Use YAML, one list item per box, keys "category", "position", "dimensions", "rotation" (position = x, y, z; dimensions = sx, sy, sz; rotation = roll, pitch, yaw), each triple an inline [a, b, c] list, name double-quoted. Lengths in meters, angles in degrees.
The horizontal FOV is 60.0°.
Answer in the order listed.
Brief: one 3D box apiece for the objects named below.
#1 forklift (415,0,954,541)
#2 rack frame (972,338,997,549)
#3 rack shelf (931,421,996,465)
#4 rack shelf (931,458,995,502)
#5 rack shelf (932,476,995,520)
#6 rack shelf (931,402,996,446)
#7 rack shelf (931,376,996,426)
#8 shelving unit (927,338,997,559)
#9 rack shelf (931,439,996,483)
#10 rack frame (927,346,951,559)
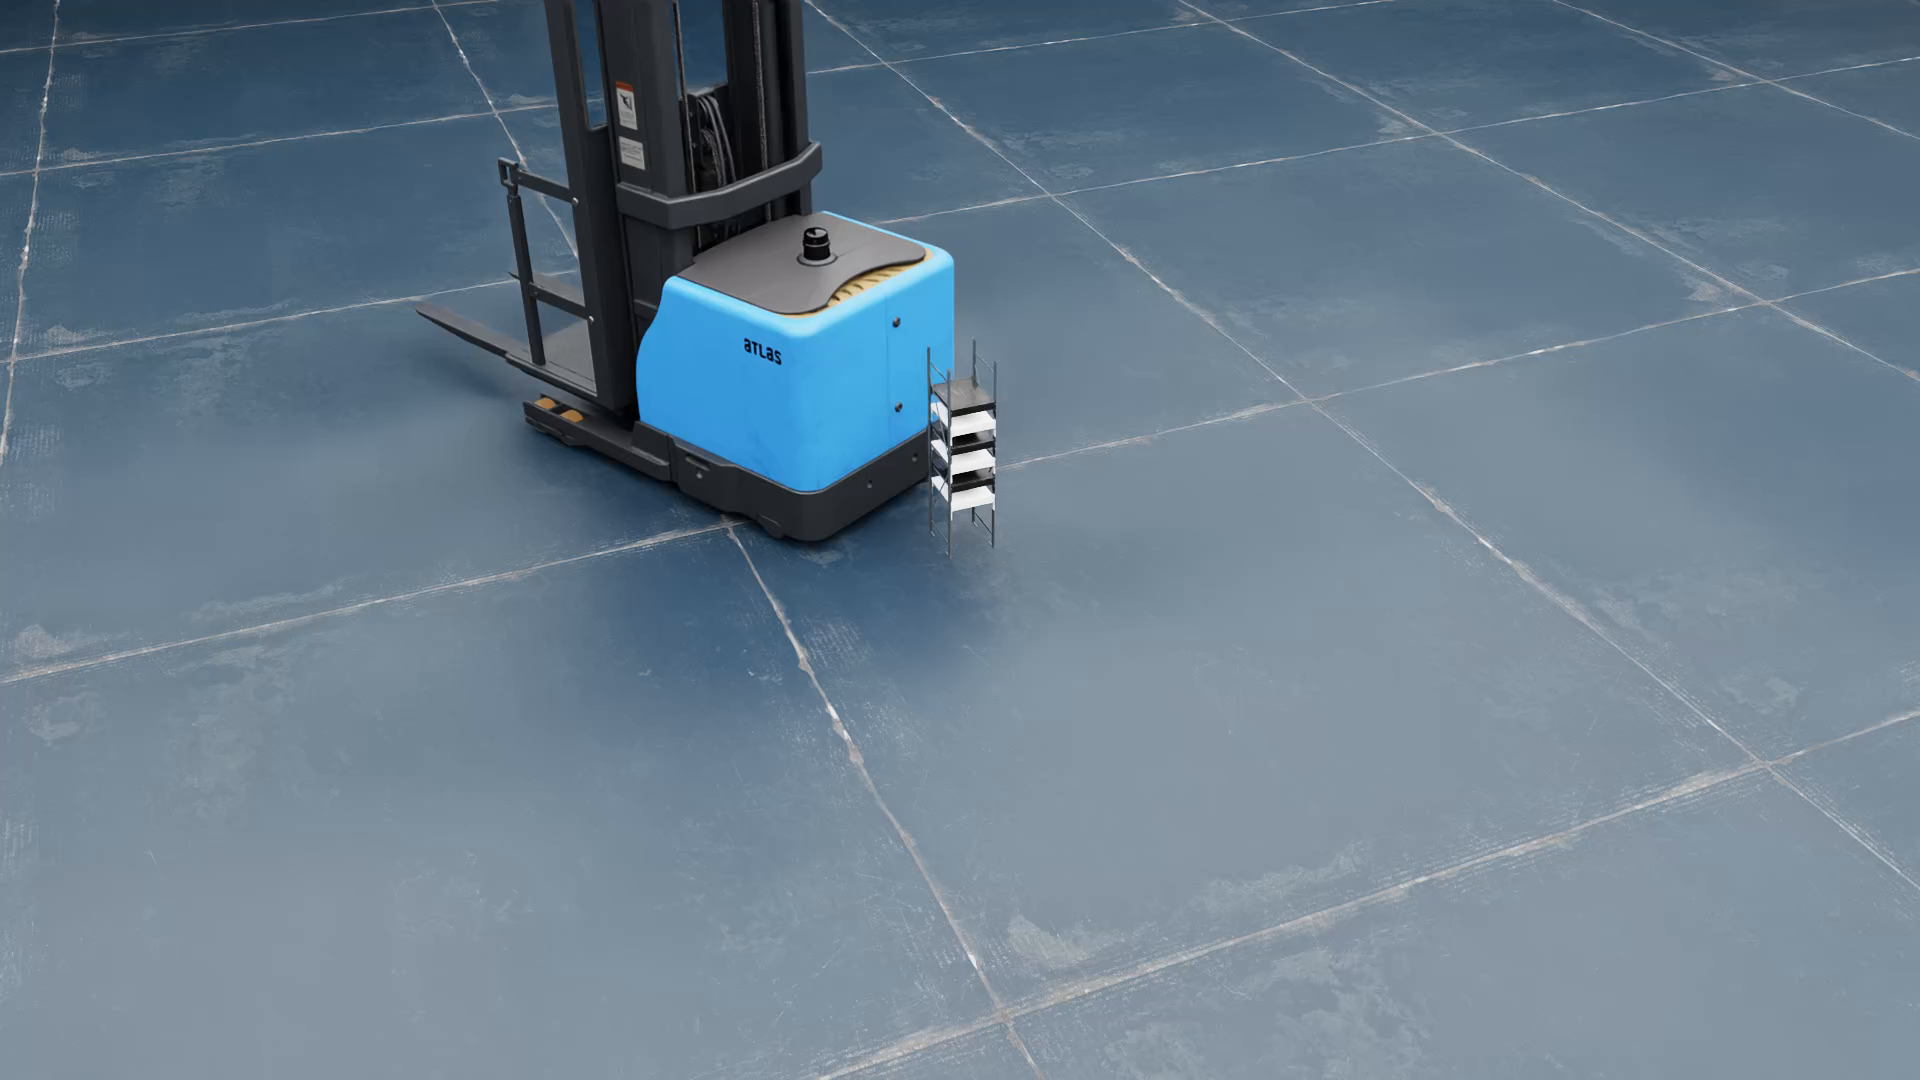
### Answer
- category: "forklift"
  position: [-1.474, -1.880, 7.452]
  dimensions: [3.031, 2.935, 1.130]
  rotation: [24, 40, 32]
- category: "rack frame"
  position: [0.101, -0.400, 7.040]
  dimensions: [0.006, 0.900, 0.240]
  rotation: [-13, 35, -19]
- category: "rack shelf"
  position: [0.007, -0.426, 6.976]
  dimensions: [0.200, 0.077, 0.258]
  rotation: [-13, 35, -19]
- category: "rack shelf"
  position: [0.007, -0.276, 7.074]
  dimensions: [0.200, 0.077, 0.258]
  rotation: [-13, 35, -19]
- category: "rack shelf"
  position: [0.007, -0.200, 7.124]
  dimensions: [0.200, 0.077, 0.258]
  rotation: [-13, 35, -19]
- category: "rack shelf"
  position: [0.007, -0.502, 6.927]
  dimensions: [0.200, 0.077, 0.258]
  rotation: [-13, 35, -19]
- category: "rack shelf"
  position: [0.007, -0.577, 6.878]
  dimensions: [0.200, 0.077, 0.258]
  rotation: [-13, 35, -19]
- category: "shelving unit"
  position: [0.007, -0.379, 7.007]
  dimensions: [0.210, 0.900, 0.258]
  rotation: [-13, 35, -19]
- category: "rack shelf"
  position: [0.007, -0.351, 7.025]
  dimensions: [0.200, 0.077, 0.258]
  rotation: [-13, 35, -19]
- category: "rack frame"
  position: [-0.086, -0.357, 6.974]
  dimensions: [0.006, 0.900, 0.240]
  rotation: [-13, 35, -19]
